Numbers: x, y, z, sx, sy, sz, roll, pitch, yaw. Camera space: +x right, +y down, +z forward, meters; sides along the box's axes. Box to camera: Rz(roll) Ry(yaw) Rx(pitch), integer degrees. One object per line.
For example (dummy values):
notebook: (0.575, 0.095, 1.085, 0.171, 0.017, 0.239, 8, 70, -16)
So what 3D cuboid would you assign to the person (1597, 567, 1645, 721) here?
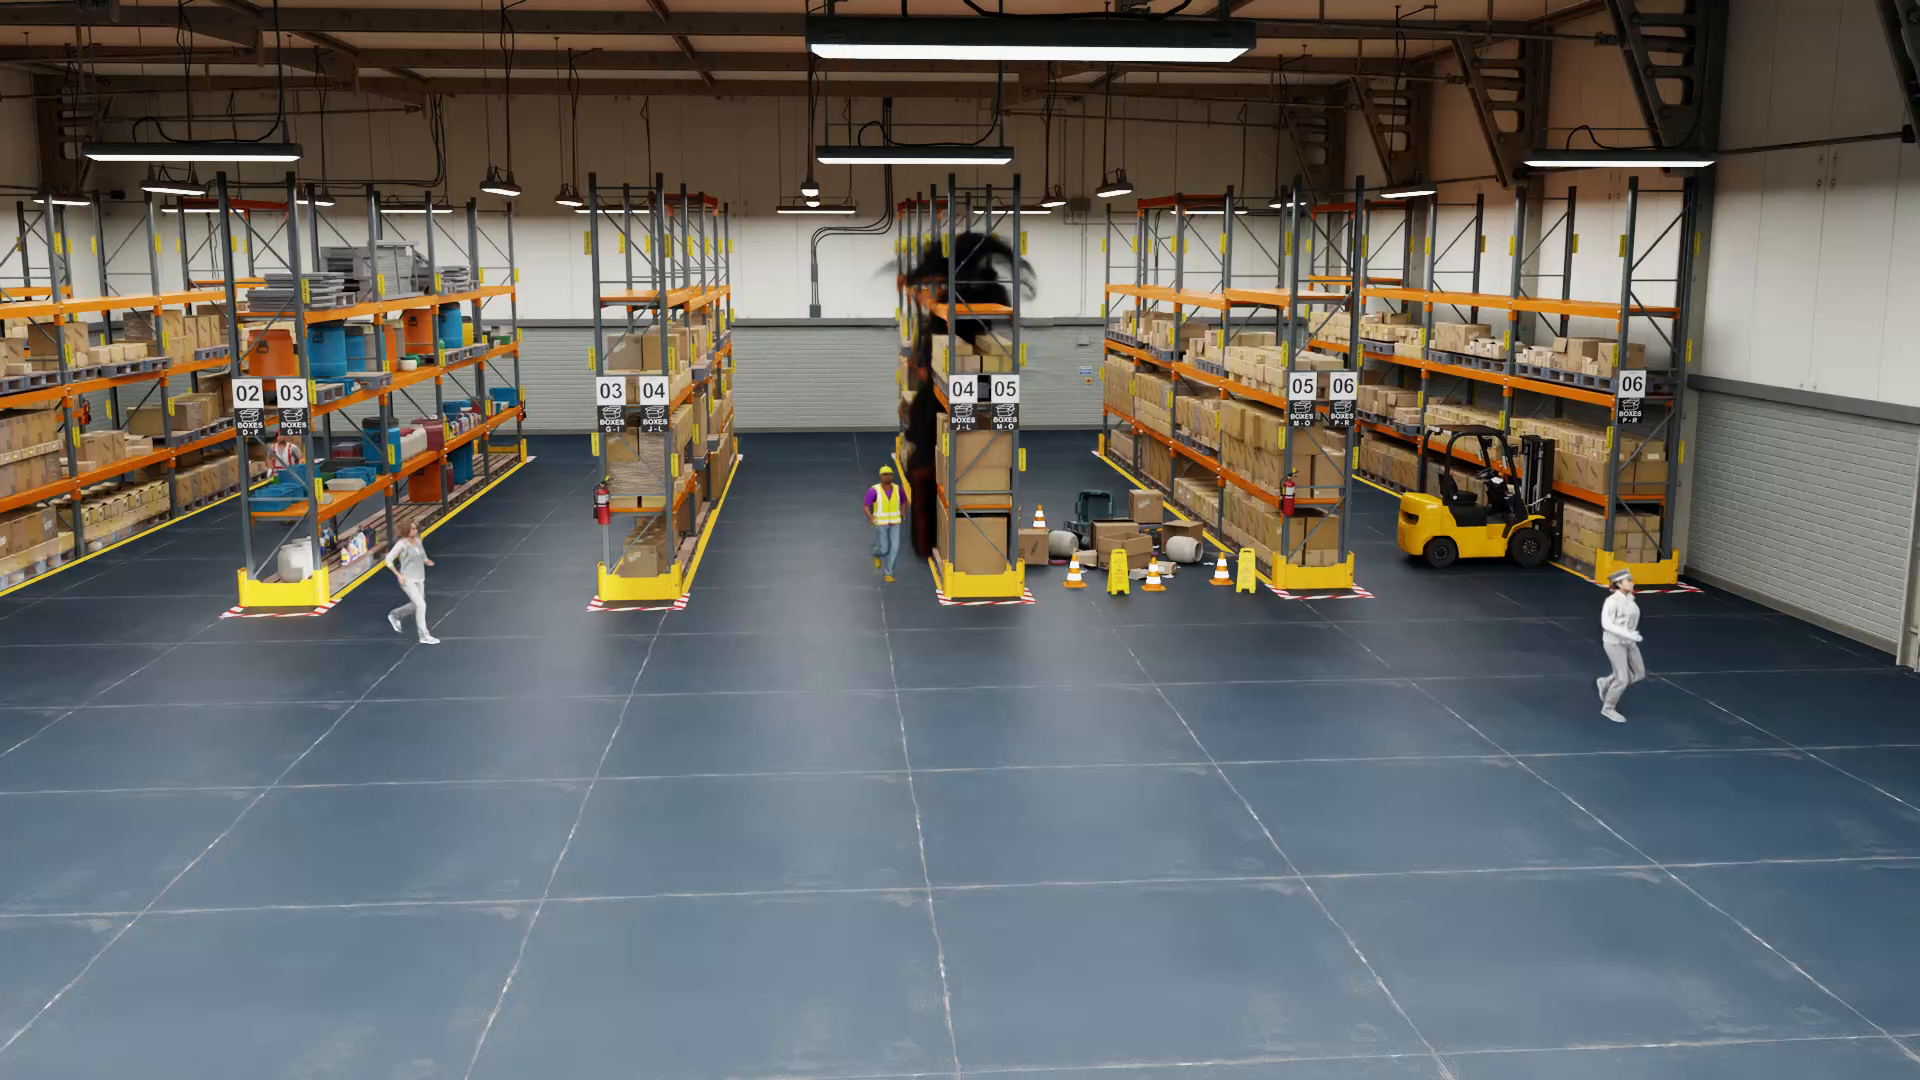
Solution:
person: (7.048, 1.102, 17.717, 0.658, 1.665, 0.561, -9, 13, -40)

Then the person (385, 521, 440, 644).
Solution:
person: (-7.000, 0.526, 21.119, 0.793, 1.574, 0.538, 4, 11, 22)

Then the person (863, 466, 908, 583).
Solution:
person: (-1.088, -0.251, 24.843, 0.699, 1.724, 0.701, -3, 11, -18)

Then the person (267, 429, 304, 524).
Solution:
person: (-12.272, -1.159, 30.221, 0.668, 1.749, 0.583, -2, 10, -10)
